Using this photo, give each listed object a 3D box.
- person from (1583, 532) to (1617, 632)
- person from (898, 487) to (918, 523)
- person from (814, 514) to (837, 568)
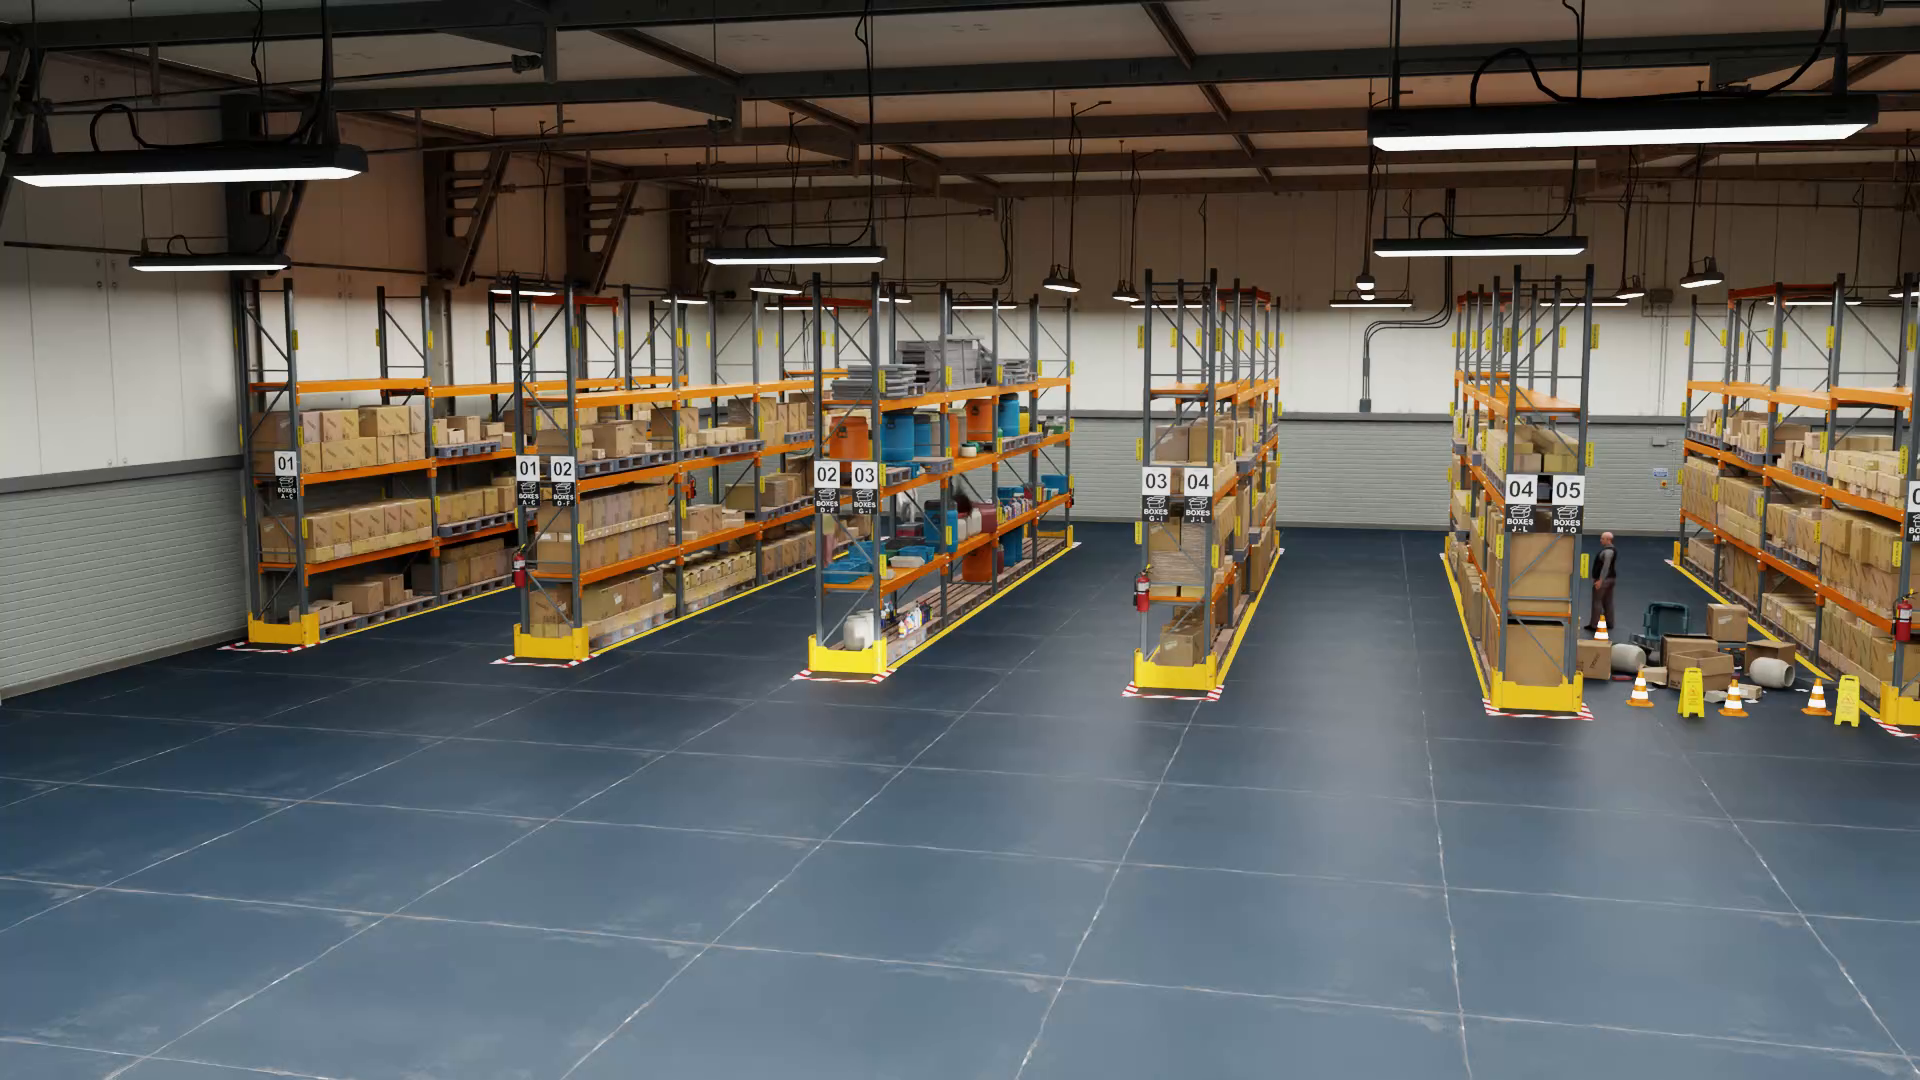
[{"bbox_3d":[11.117,0.719,28.758,0.604,1.728,0.463,-6,9,-43],"label":"person"},{"bbox_3d":[-1.345,-0.994,43.254,0.530,1.635,0.984,-1,7,-10],"label":"person"},{"bbox_3d":[-2.727,-0.128,33.576,0.412,1.631,0.983,1,7,8],"label":"person"}]
